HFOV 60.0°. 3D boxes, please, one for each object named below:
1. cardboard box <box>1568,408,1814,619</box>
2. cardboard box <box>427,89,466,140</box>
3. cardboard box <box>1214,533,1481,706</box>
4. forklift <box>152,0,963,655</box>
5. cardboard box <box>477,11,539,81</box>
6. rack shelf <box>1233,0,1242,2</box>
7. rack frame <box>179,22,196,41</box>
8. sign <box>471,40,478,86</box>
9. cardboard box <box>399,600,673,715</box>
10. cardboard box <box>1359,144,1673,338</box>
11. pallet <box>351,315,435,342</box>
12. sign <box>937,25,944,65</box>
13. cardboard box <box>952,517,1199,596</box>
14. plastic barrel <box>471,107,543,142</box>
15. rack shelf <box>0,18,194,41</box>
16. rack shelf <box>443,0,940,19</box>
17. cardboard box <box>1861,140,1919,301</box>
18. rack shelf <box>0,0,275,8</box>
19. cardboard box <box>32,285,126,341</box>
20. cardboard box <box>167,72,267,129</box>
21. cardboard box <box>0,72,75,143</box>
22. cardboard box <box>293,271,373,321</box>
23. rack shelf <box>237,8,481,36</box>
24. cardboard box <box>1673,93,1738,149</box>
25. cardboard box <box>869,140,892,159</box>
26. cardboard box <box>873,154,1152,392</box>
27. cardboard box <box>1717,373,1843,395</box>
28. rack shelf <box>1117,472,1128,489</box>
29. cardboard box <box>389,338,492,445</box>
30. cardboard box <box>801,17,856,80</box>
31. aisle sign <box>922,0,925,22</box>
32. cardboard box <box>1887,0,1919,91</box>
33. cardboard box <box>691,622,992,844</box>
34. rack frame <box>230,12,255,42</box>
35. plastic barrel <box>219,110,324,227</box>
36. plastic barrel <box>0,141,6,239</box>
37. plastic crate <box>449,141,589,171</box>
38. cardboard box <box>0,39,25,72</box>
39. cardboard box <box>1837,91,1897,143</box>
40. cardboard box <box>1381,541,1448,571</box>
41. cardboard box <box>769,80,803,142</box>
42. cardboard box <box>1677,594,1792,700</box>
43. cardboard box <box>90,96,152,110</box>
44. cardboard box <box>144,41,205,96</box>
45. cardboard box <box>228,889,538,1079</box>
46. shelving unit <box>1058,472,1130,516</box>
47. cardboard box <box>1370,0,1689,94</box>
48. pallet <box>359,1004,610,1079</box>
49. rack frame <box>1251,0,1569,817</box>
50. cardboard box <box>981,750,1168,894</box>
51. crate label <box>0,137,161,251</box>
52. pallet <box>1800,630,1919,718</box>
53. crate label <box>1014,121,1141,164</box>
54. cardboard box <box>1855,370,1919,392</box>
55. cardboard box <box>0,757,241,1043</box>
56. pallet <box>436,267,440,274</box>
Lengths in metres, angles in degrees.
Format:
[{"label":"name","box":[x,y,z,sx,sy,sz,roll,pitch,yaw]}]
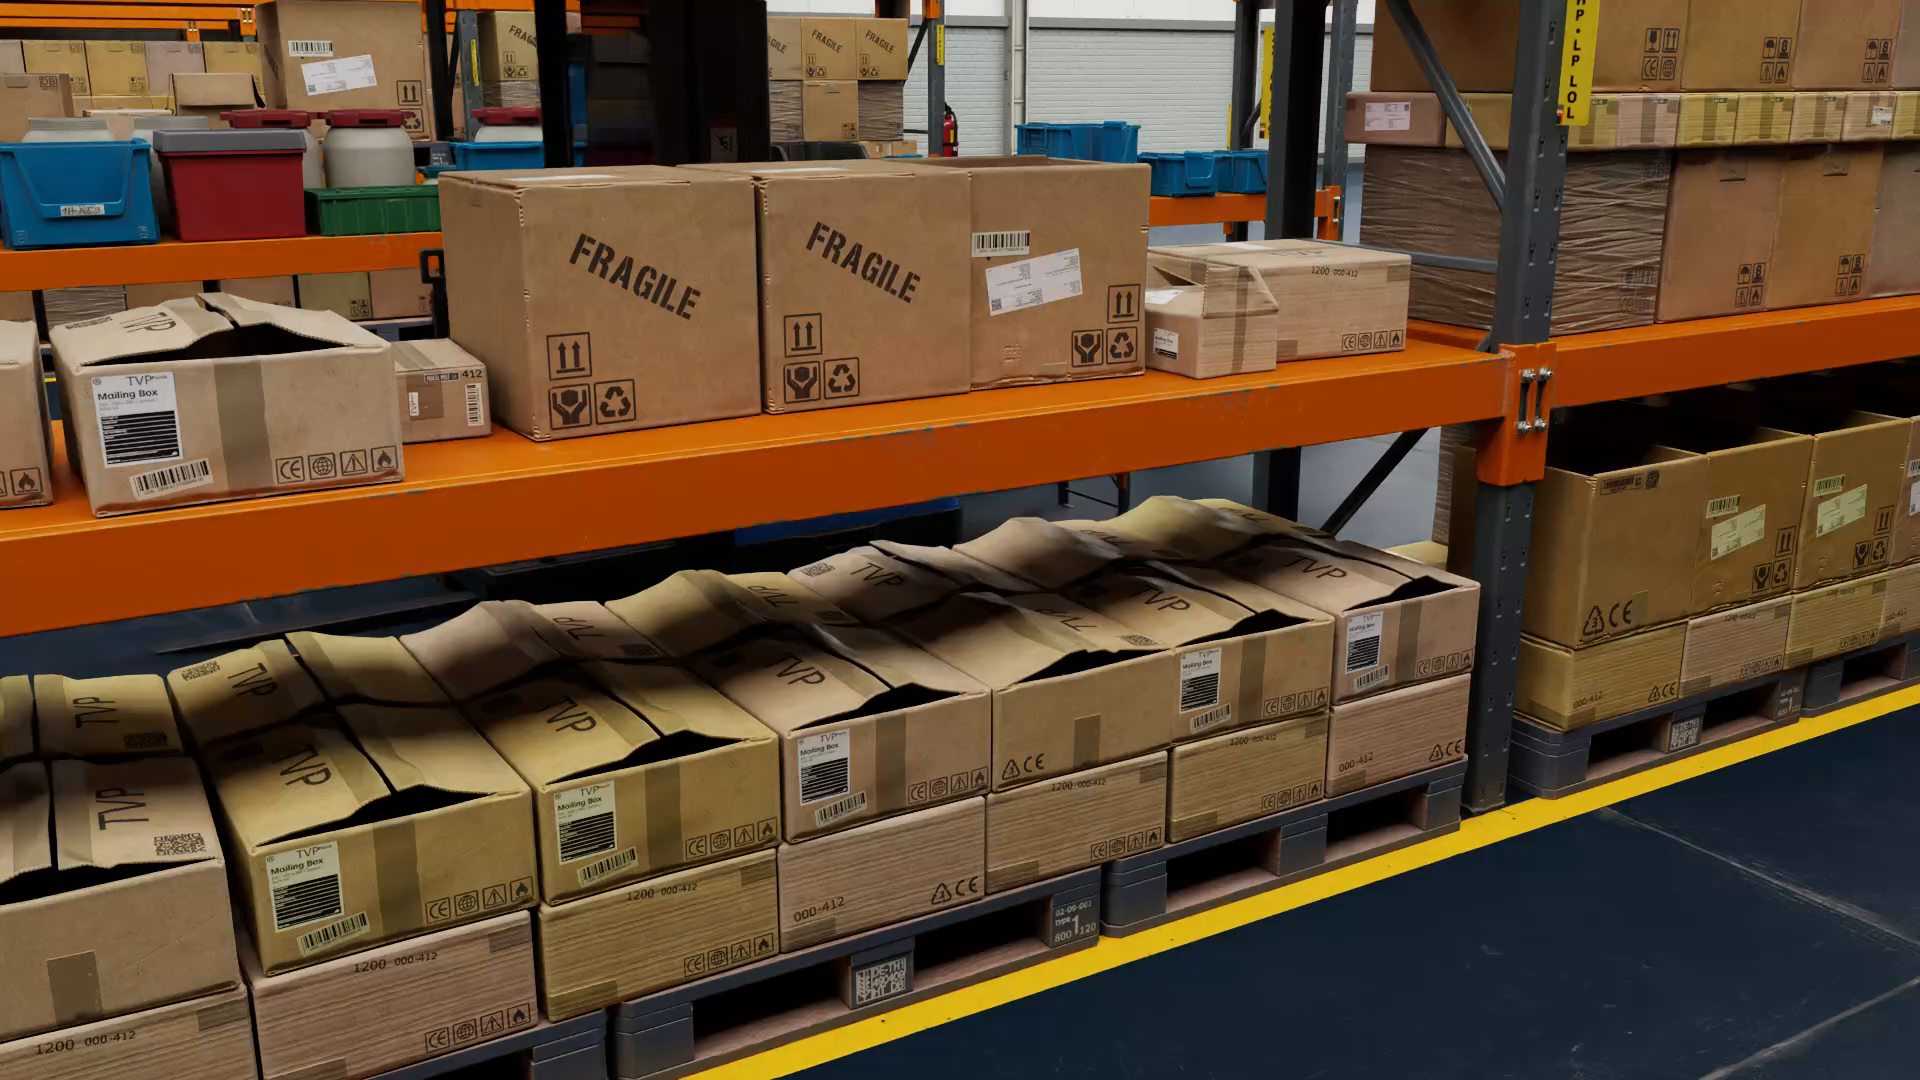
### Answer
[{"label":"cardboard box","box":[2.216,-0.097,5.125,0.500,0.500,0.500,-9,18,-30]},{"label":"cardboard box","box":[-5.564,-4.456,17.472,0.550,0.550,0.875,-9,18,-30]},{"label":"cardboard box","box":[1.033,0.180,4.487,0.500,0.311,0.500,-9,18,-30]},{"label":"forklift","box":[-1.496,-1.138,6.041,3.031,2.935,1.130,-10,19,-33]},{"label":"cardboard box","box":[-3.349,-3.763,12.689,0.500,0.500,0.500,-9,18,-30]},{"label":"rack shelf","box":[0.399,-3.317,9.460,4.000,0.370,1.077,-9,18,-30]},{"label":"rack frame","box":[-11.529,-6.528,25.139,0.127,3.000,1.000,-9,18,-30]},{"label":"sign","box":[-3.577,-3.516,12.252,0.005,0.325,0.100,-9,18,-30]},{"label":"cardboard box","box":[-0.998,0.340,3.915,0.500,0.311,0.500,-9,18,-30]},{"label":"cardboard box","box":[1.610,-0.906,4.898,0.500,0.500,0.700,-10,18,-31]},{"label":"pallet","box":[-4.532,-1.636,12.853,1.213,0.211,1.003,-9,18,-30]},{"label":"sign","box":[-0.168,-4.221,14.181,0.005,0.325,0.100,-9,18,-30]},{"label":"cardboard box","box":[0.318,0.126,4.682,0.500,0.311,0.500,-9,18,-30]},{"label":"plastic barrel","box":[-2.248,-1.924,8.465,0.433,0.535,0.433,0,16,0]},{"label":"rack shelf","box":[-13.243,-7.347,23.839,4.000,0.370,1.077,-9,18,-30]},{"label":"rack shelf","box":[-2.151,-4.463,13.548,4.000,0.370,1.077,-9,18,-30]},{"label":"cardboard box","box":[2.929,-1.121,5.665,0.500,0.500,0.700,-9,18,-28]},{"label":"rack shelf","box":[-8.048,-5.068,15.709,4.000,0.370,1.077,-9,18,-30]},{"label":"cardboard box","box":[-6.262,-1.717,11.793,0.500,0.500,0.700,-11,19,-34]},{"label":"cardboard box","box":[-5.304,-3.076,11.858,0.637,0.503,0.797,-7,17,-24]},{"label":"cardboard box","box":[-6.425,-2.966,11.471,0.500,0.500,0.700,-6,17,-22]},{"label":"cardboard box","box":[-4.822,-1.953,12.635,0.500,0.500,0.700,-9,18,-30]},{"label":"rack shelf","box":[-7.255,-6.756,21.728,4.000,0.370,1.077,-9,18,-30]},{"label":"cardboard box","box":[1.998,-1.219,4.812,0.250,0.149,0.380,-10,18,-31]},{"label":"cardboard box","box":[-0.790,-3.400,14.447,0.250,0.149,0.380,-9,18,-30]},{"label":"cardboard box","box":[0.115,-0.666,4.044,0.500,0.500,0.500,-8,17,-26]},{"label":"cardboard box","box":[2.800,-0.359,6.059,0.500,0.500,0.500,-9,18,-30]},{"label":"rack shelf","box":[0.204,-0.350,7.482,1.000,0.278,0.538,-10,19,-33]},{"label":"cardboard box","box":[-1.132,-0.308,3.415,0.250,0.149,0.380,-8,17,-26]},{"label":"cardboard box","box":[-1.207,-4.111,13.930,0.500,0.500,0.500,-9,18,-30]},{"label":"aisle sign","box":[-0.229,-4.834,14.280,0.004,0.787,0.394,-9,18,-30]},{"label":"cardboard box","box":[2.900,-1.740,5.469,0.500,0.500,0.700,-9,18,-30]},{"label":"cardboard box","box":[-0.271,0.392,3.733,0.500,0.311,0.500,-9,18,-30]},{"label":"rack frame","box":[-8.969,-5.380,21.044,0.127,3.000,1.000,-9,18,-30]},{"label":"plastic barrel","box":[-3.248,-1.762,7.886,0.433,0.535,0.433,0,16,0]},{"label":"plastic barrel","box":[-4.502,-1.585,7.255,0.708,0.536,0.600,-9,18,-30]},{"label":"plastic crate","box":[-2.100,-1.708,7.975,0.575,0.384,0.392,-9,18,-30]},{"label":"cardboard box","box":[-8.940,-4.353,15.343,0.500,0.500,0.700,-10,18,-31]},{"label":"cardboard box","box":[2.665,-1.327,5.201,0.250,0.149,0.380,-10,18,-31]},{"label":"cardboard box","box":[1.518,0.212,5.411,0.500,0.250,0.500,-9,18,-30]},{"label":"cardboard box","box":[-1.740,-3.607,13.985,0.500,0.500,0.875,-9,18,-30]},{"label":"cardboard box","box":[2.218,0.265,5.224,0.500,0.250,0.500,-9,18,-30]},{"label":"cardboard box","box":[-7.943,-3.951,15.761,0.500,0.500,0.500,-9,18,-30]},{"label":"cardboard box","box":[-7.629,-4.566,16.102,0.500,0.500,0.700,-9,18,-29]},{"label":"cardboard box","box":[-1.165,0.809,3.284,0.500,0.250,0.500,-10,18,-31]},{"label":"shelving unit","box":[0.204,-0.586,7.416,1.048,1.125,0.538,-10,19,-33]},{"label":"cardboard box","box":[1.610,-1.530,4.723,0.500,0.500,0.700,-9,18,-29]},{"label":"pallet","box":[-1.470,0.999,3.455,1.213,0.211,1.003,-9,18,-30]},{"label":"rack frame","box":[1.233,-0.794,4.686,0.127,3.000,1.000,-9,18,-30]},{"label":"cardboard box","box":[0.154,0.593,4.052,0.500,0.250,0.500,-9,18,-28]},{"label":"crate label","box":[-3.753,-1.477,7.057,0.616,0.435,0.502,-9,18,-30]},{"label":"pallet","box":[2.983,0.277,6.031,1.213,0.211,1.003,-9,18,-30]},{"label":"crate label","box":[0.675,-2.196,9.619,0.616,0.435,0.502,-9,18,-30]},{"label":"cardboard box","box":[3.505,-0.304,5.863,0.500,0.500,0.500,-9,18,-30]},{"label":"cardboard box","box":[-1.596,0.609,2.959,0.500,0.311,0.500,-9,18,-28]},{"label":"pallet","box":[-5.641,-2.993,17.697,1.213,0.211,1.003,-9,18,-30]}]
